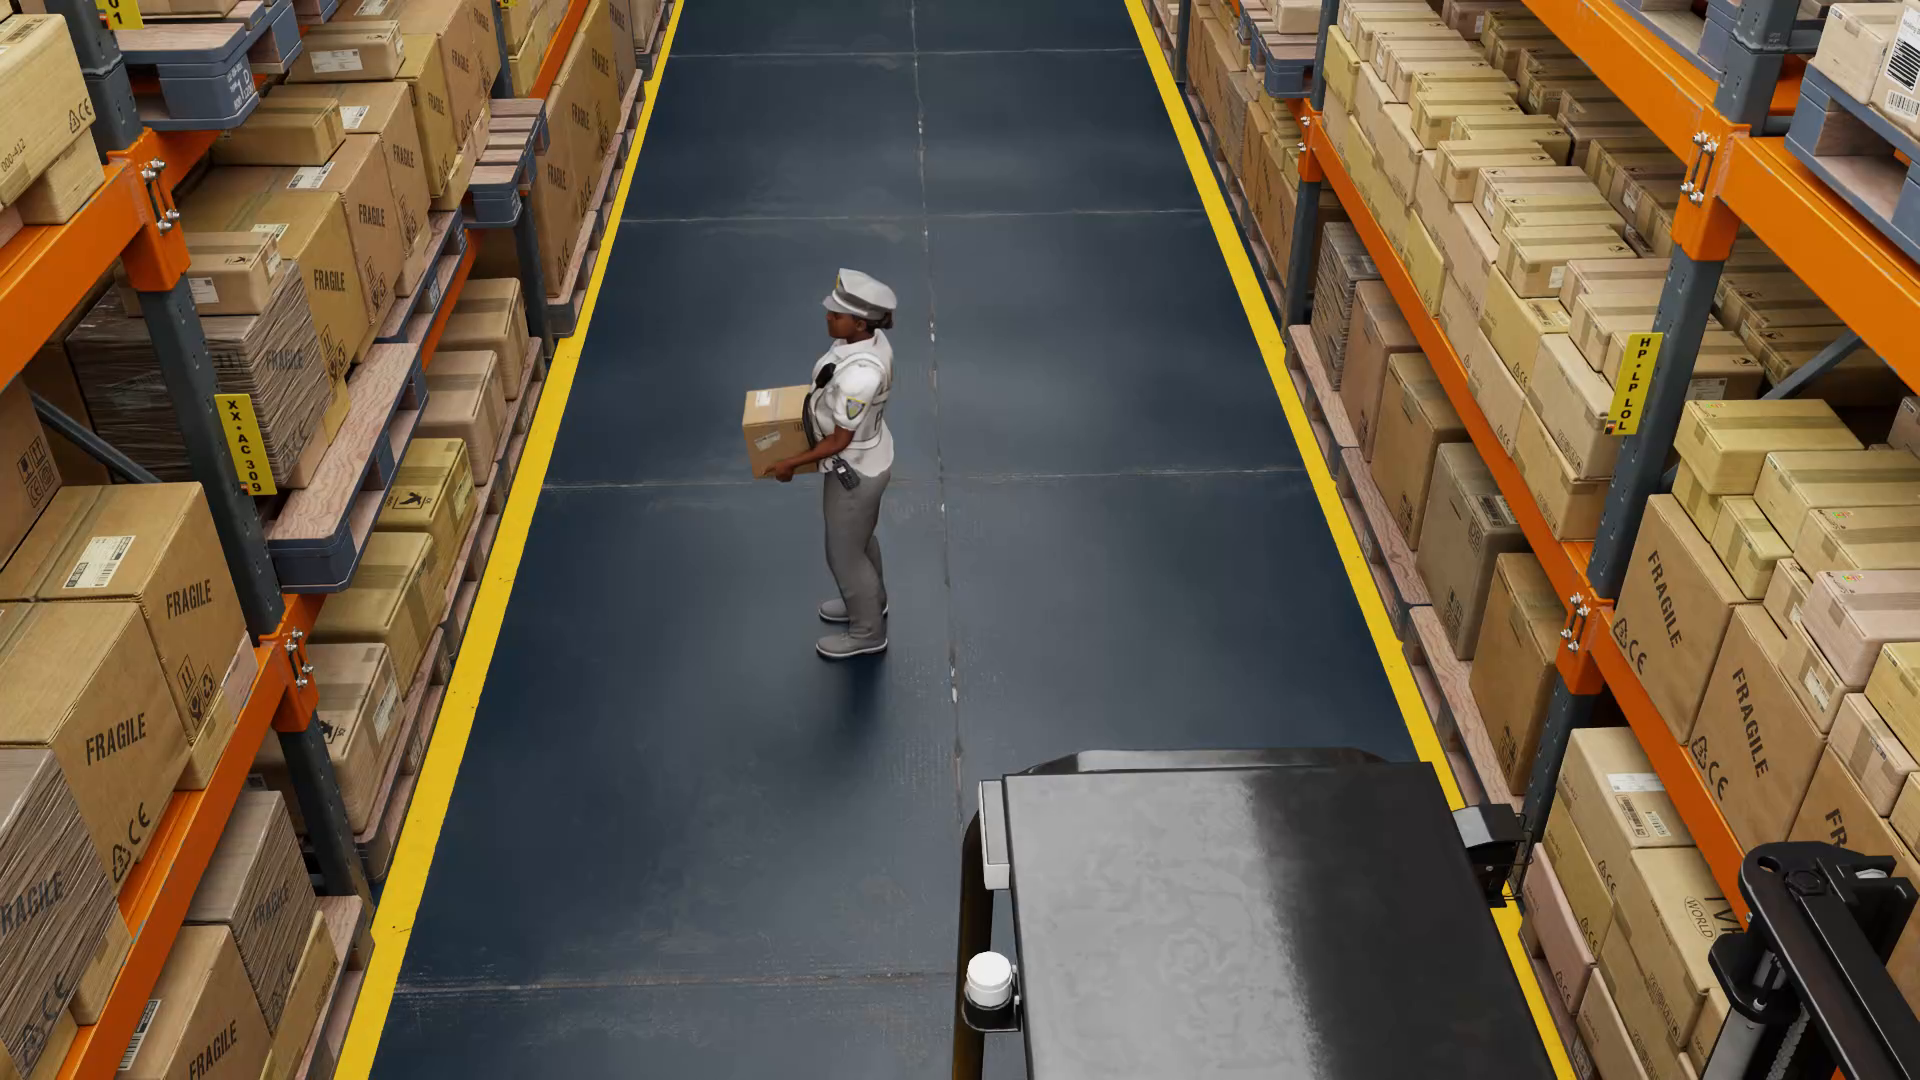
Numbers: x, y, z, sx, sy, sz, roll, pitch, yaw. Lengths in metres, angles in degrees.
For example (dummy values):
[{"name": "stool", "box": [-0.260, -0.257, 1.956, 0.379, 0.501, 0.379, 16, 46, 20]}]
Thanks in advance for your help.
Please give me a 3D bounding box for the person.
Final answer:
[{"name": "person", "box": [-0.497, -0.647, 6.296, 0.532, 0.831, 0.444, -1, 35, -1]}]
